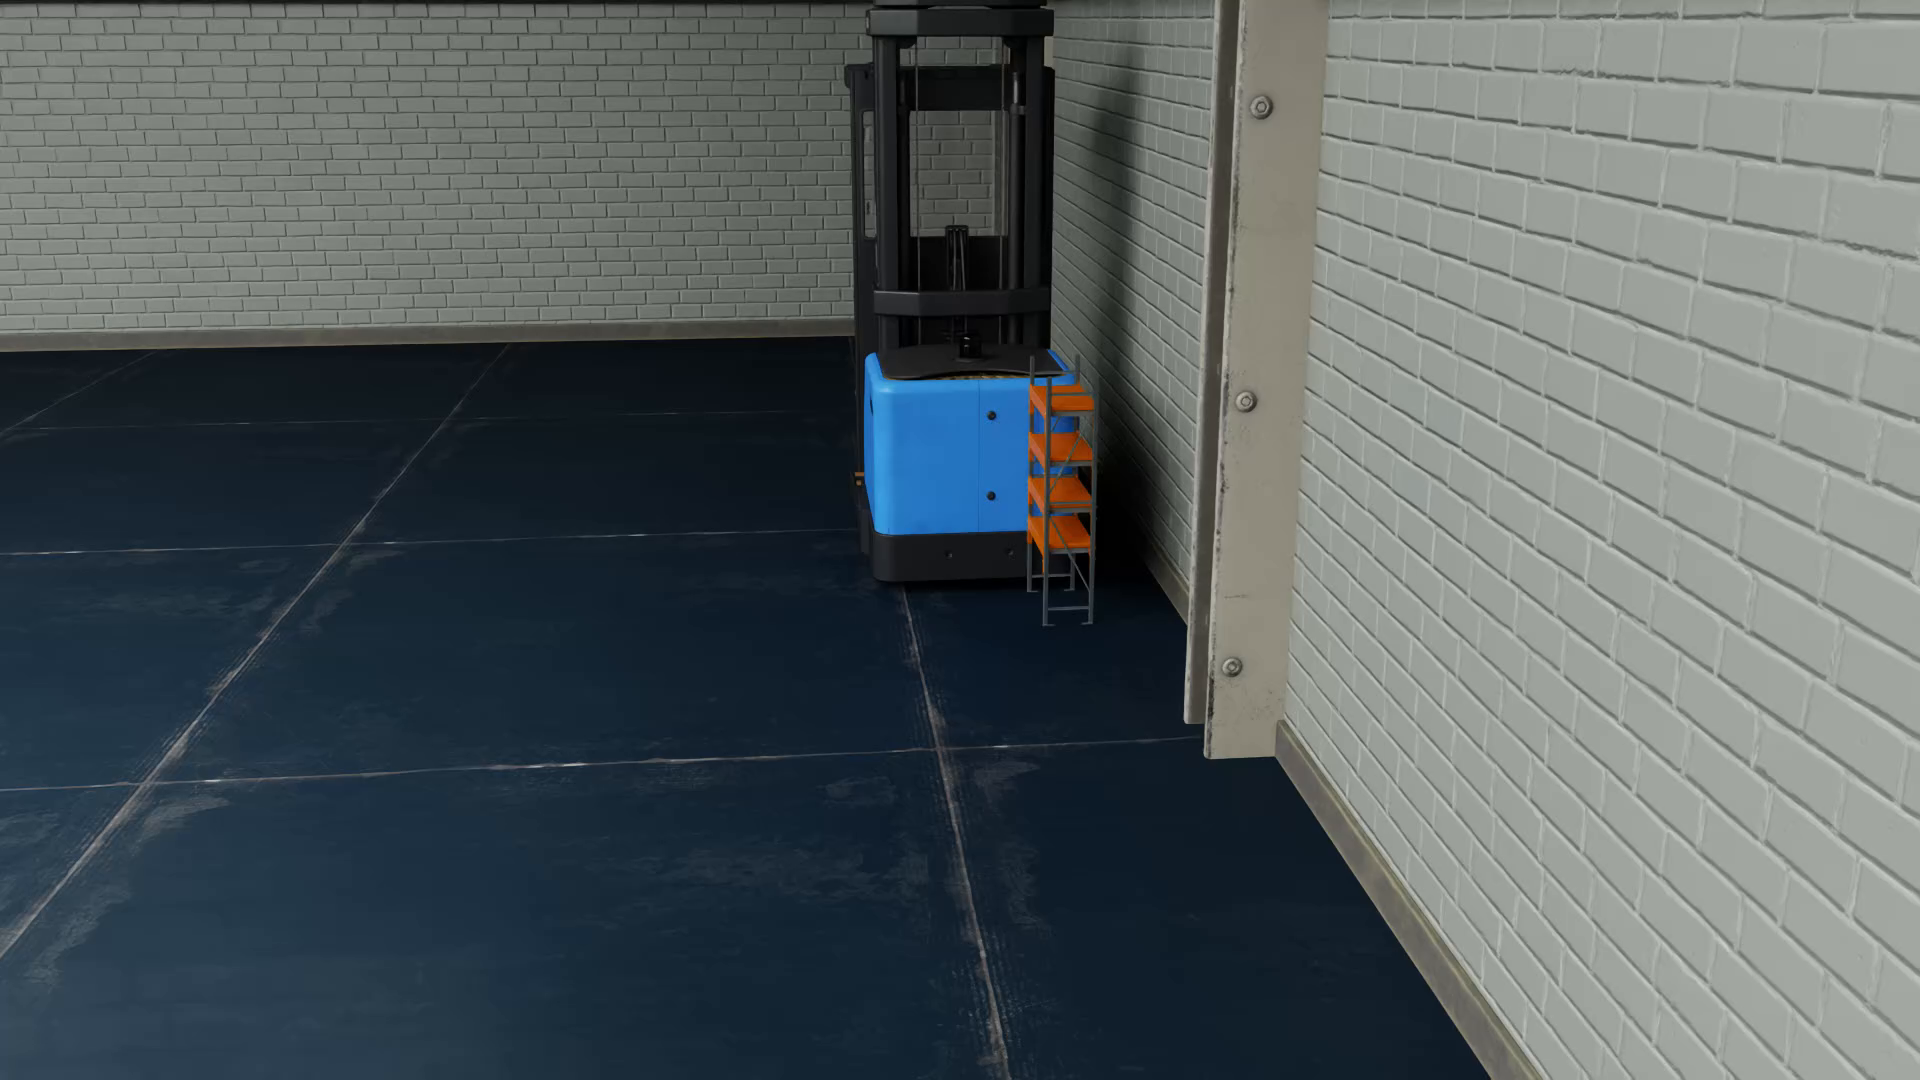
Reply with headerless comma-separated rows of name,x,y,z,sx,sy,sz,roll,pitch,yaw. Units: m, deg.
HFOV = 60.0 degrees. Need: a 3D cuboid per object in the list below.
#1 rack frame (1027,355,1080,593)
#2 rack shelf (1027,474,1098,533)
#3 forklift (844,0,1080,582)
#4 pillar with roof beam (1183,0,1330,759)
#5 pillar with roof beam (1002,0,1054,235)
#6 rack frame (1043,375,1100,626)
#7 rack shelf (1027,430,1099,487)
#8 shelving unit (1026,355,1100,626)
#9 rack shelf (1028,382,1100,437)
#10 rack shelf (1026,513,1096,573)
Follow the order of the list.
rack frame,0.457,-0.315,8.177,0.240,1.200,0.015,-2,18,-6
rack shelf,0.485,-0.178,7.966,0.258,0.148,0.480,-2,18,-6
forklift,-0.068,-1.586,9.336,1.130,2.935,3.031,-2,18,-6
pillar with roof beam,-3.190,-3.373,4.896,9.100,9.000,0.400,-2,18,-6
pillar with roof beam,-3.809,-5.160,10.590,9.100,9.000,0.400,-2,18,-6
rack frame,0.513,-0.170,7.714,0.240,1.200,0.015,-2,18,-6
rack shelf,0.485,-0.392,7.899,0.258,0.148,0.480,-2,18,-6
shelving unit,0.485,-0.242,7.946,0.258,1.200,0.503,-2,18,-6
rack shelf,0.485,-0.617,7.828,0.258,0.148,0.480,-2,18,-6
rack shelf,0.485,0.011,8.025,0.258,0.148,0.480,-2,18,-6
